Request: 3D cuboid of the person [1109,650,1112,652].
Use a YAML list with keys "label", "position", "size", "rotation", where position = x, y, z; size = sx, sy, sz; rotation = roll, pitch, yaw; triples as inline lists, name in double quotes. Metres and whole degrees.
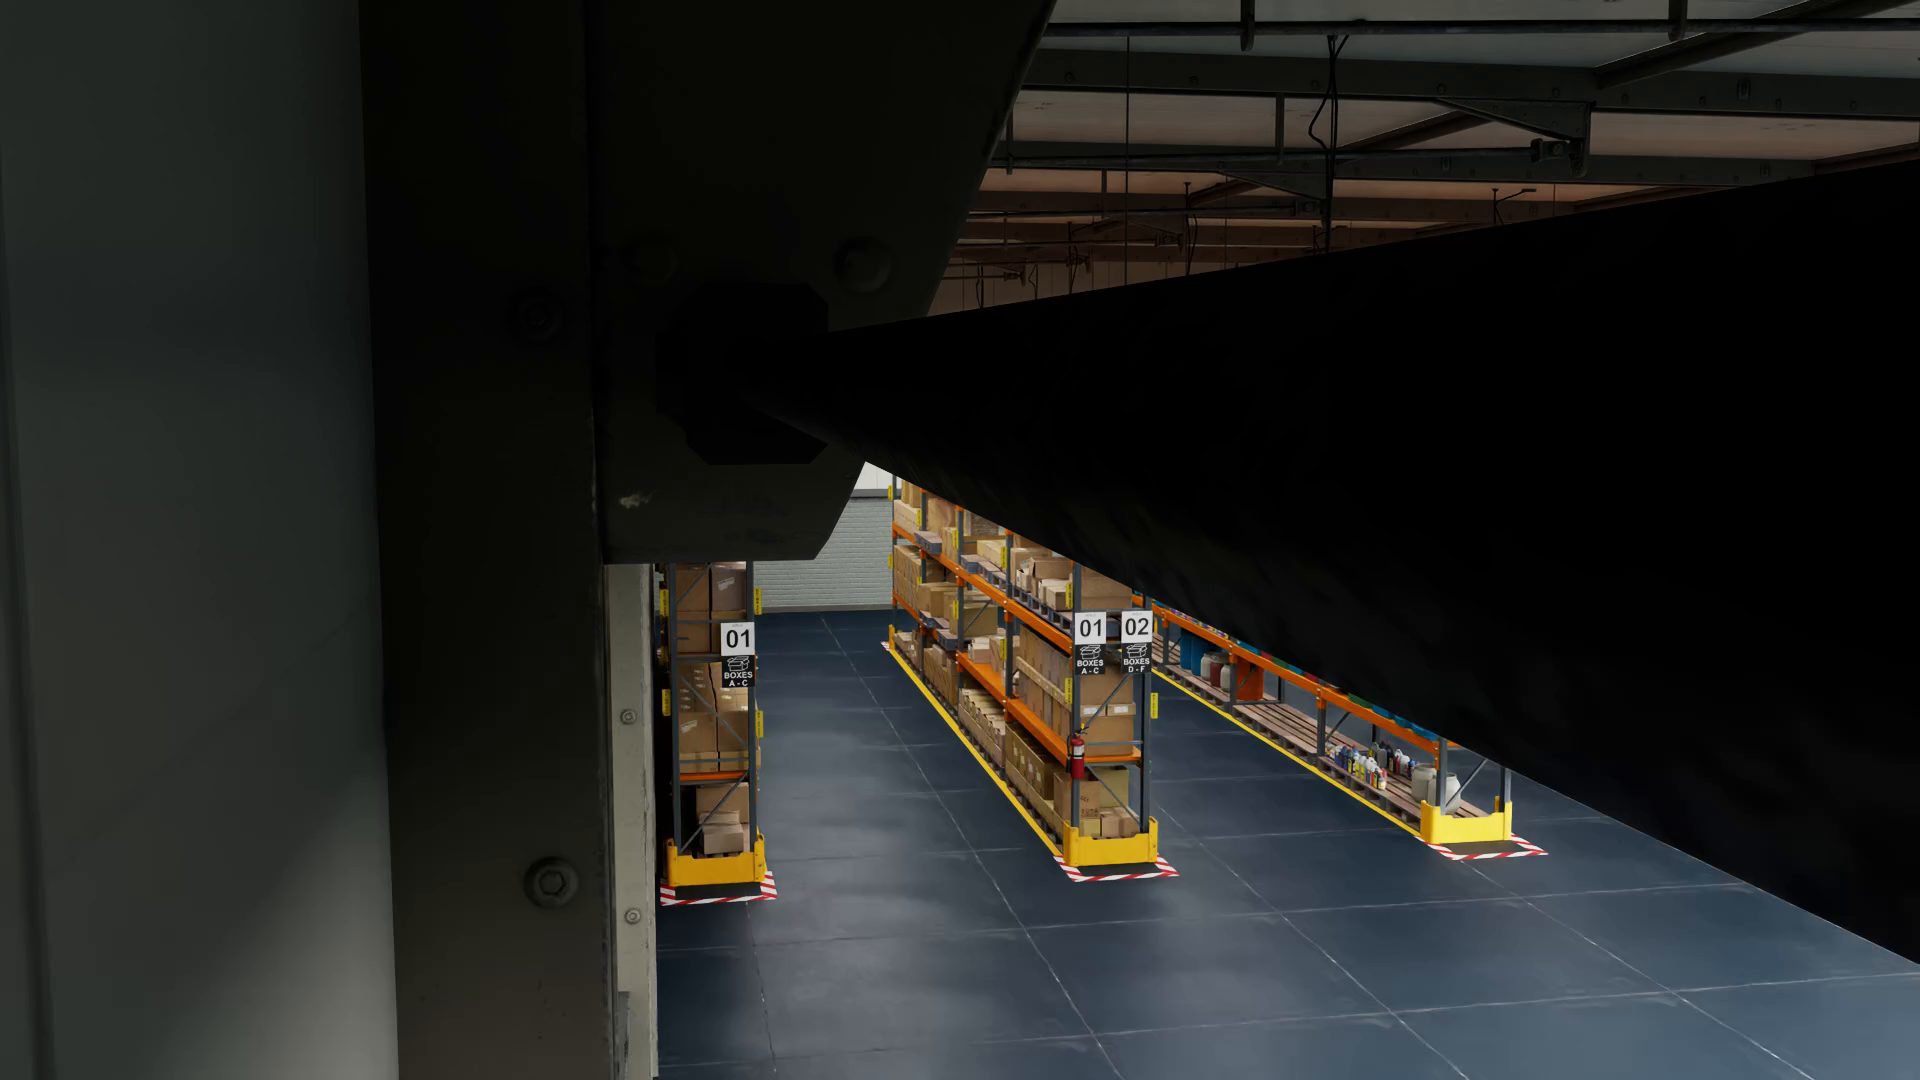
- label: "person"
  position: [2.628, 2.056, 31.538]
  size: [0.618, 1.754, 0.730]
  rotation: [1, 6, 8]
